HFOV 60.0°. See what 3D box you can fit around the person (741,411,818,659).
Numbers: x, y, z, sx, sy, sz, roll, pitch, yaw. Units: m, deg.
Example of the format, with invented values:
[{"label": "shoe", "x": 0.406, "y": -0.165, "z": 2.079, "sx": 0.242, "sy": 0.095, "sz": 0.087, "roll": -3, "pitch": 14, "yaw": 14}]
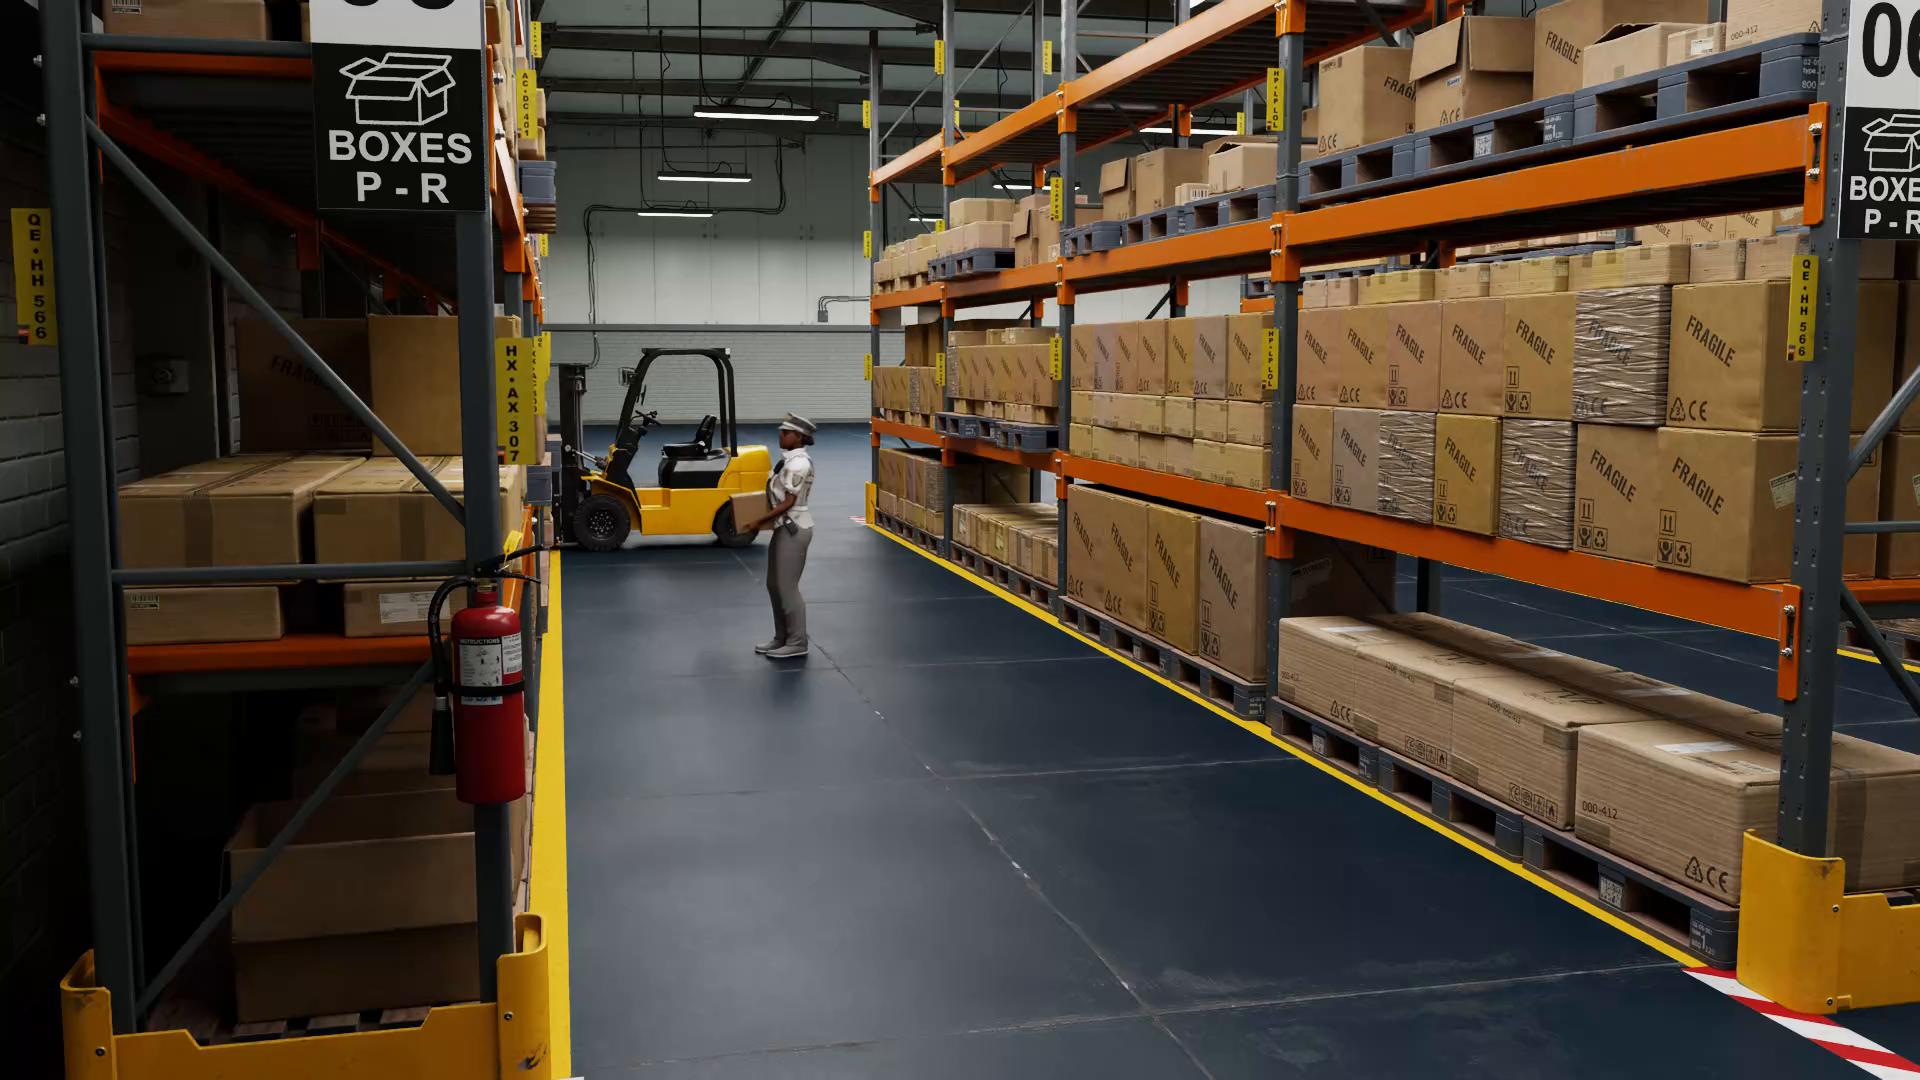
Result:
[{"label": "person", "x": -1.247, "y": -0.043, "z": 11.450, "sx": 0.540, "sy": 1.688, "sz": 0.450, "roll": -1, "pitch": 6, "yaw": -13}]
